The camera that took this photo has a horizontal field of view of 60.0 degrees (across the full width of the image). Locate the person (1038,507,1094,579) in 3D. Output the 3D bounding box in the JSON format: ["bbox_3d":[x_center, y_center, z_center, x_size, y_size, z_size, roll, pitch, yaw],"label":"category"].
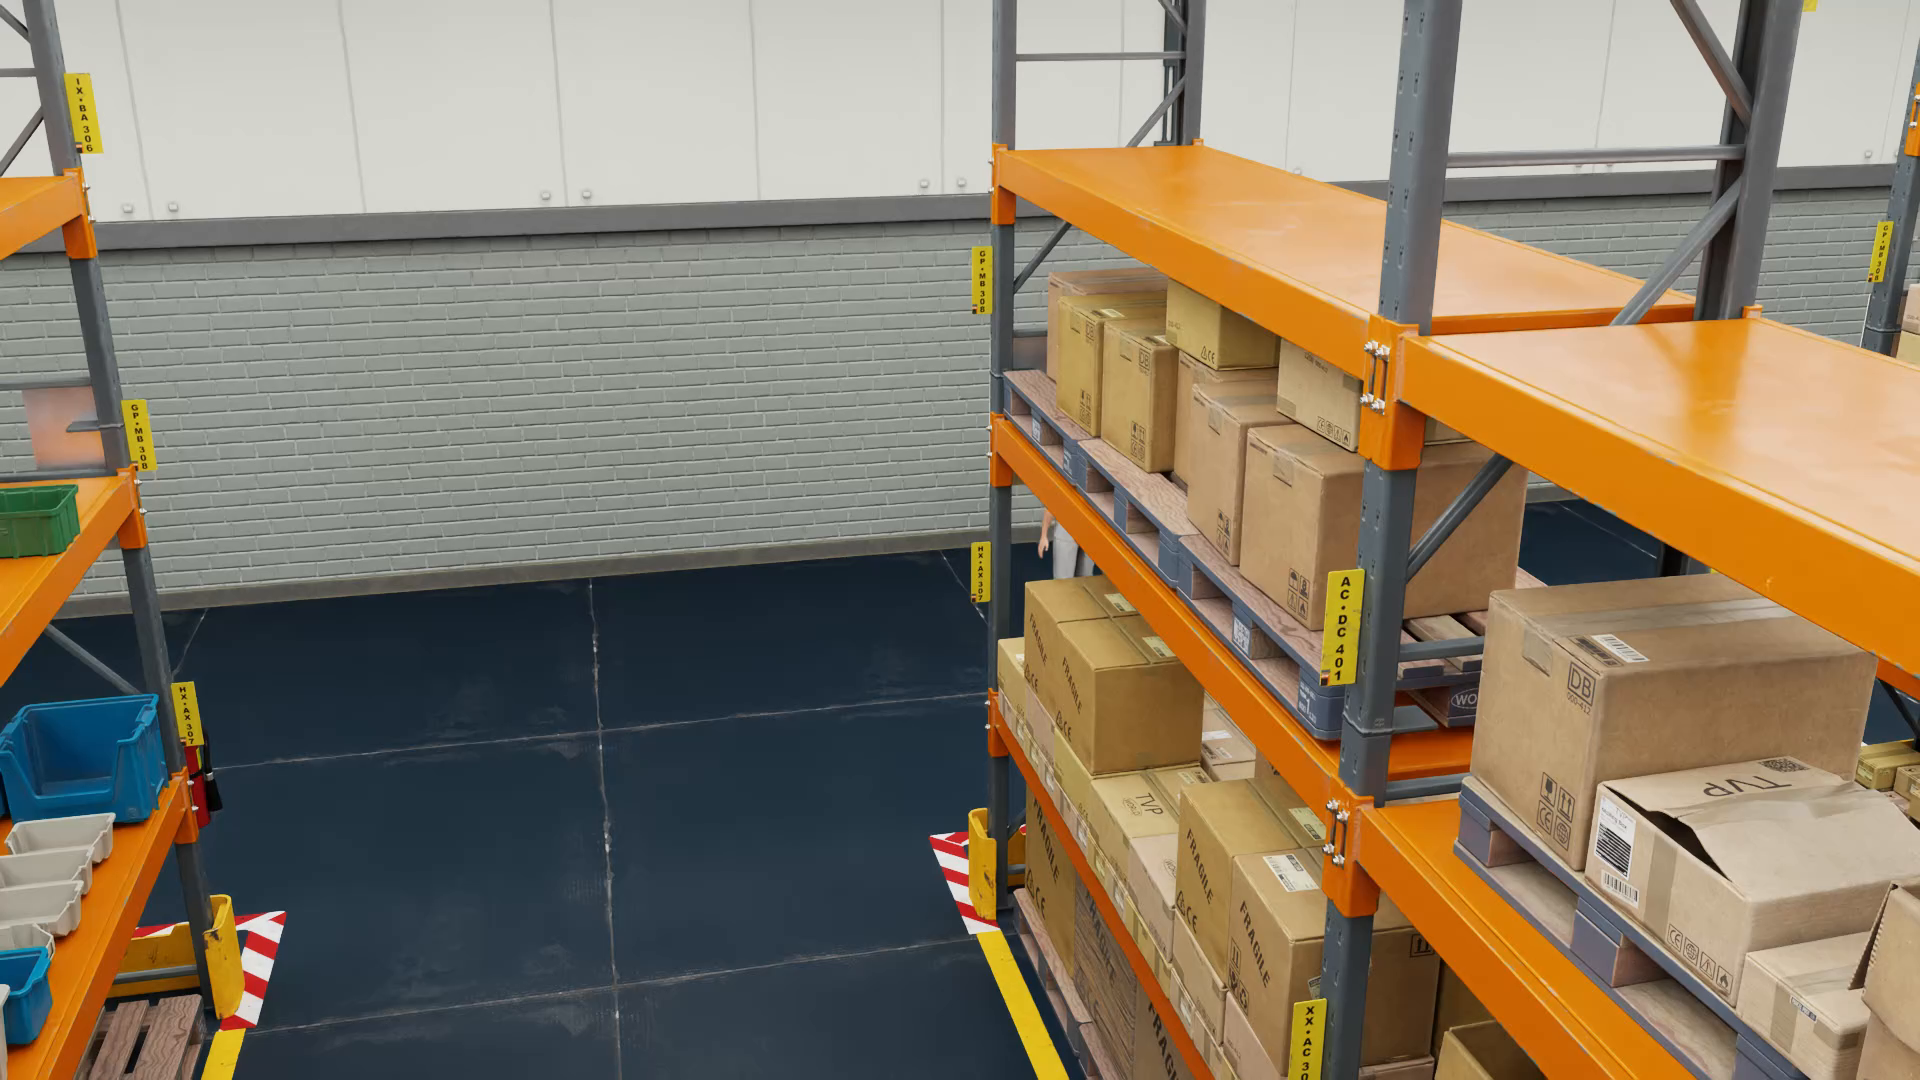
[{"bbox_3d":[0.854,0.010,12.277,0.540,1.680,0.501,-8,21,-21],"label":"person"}]
